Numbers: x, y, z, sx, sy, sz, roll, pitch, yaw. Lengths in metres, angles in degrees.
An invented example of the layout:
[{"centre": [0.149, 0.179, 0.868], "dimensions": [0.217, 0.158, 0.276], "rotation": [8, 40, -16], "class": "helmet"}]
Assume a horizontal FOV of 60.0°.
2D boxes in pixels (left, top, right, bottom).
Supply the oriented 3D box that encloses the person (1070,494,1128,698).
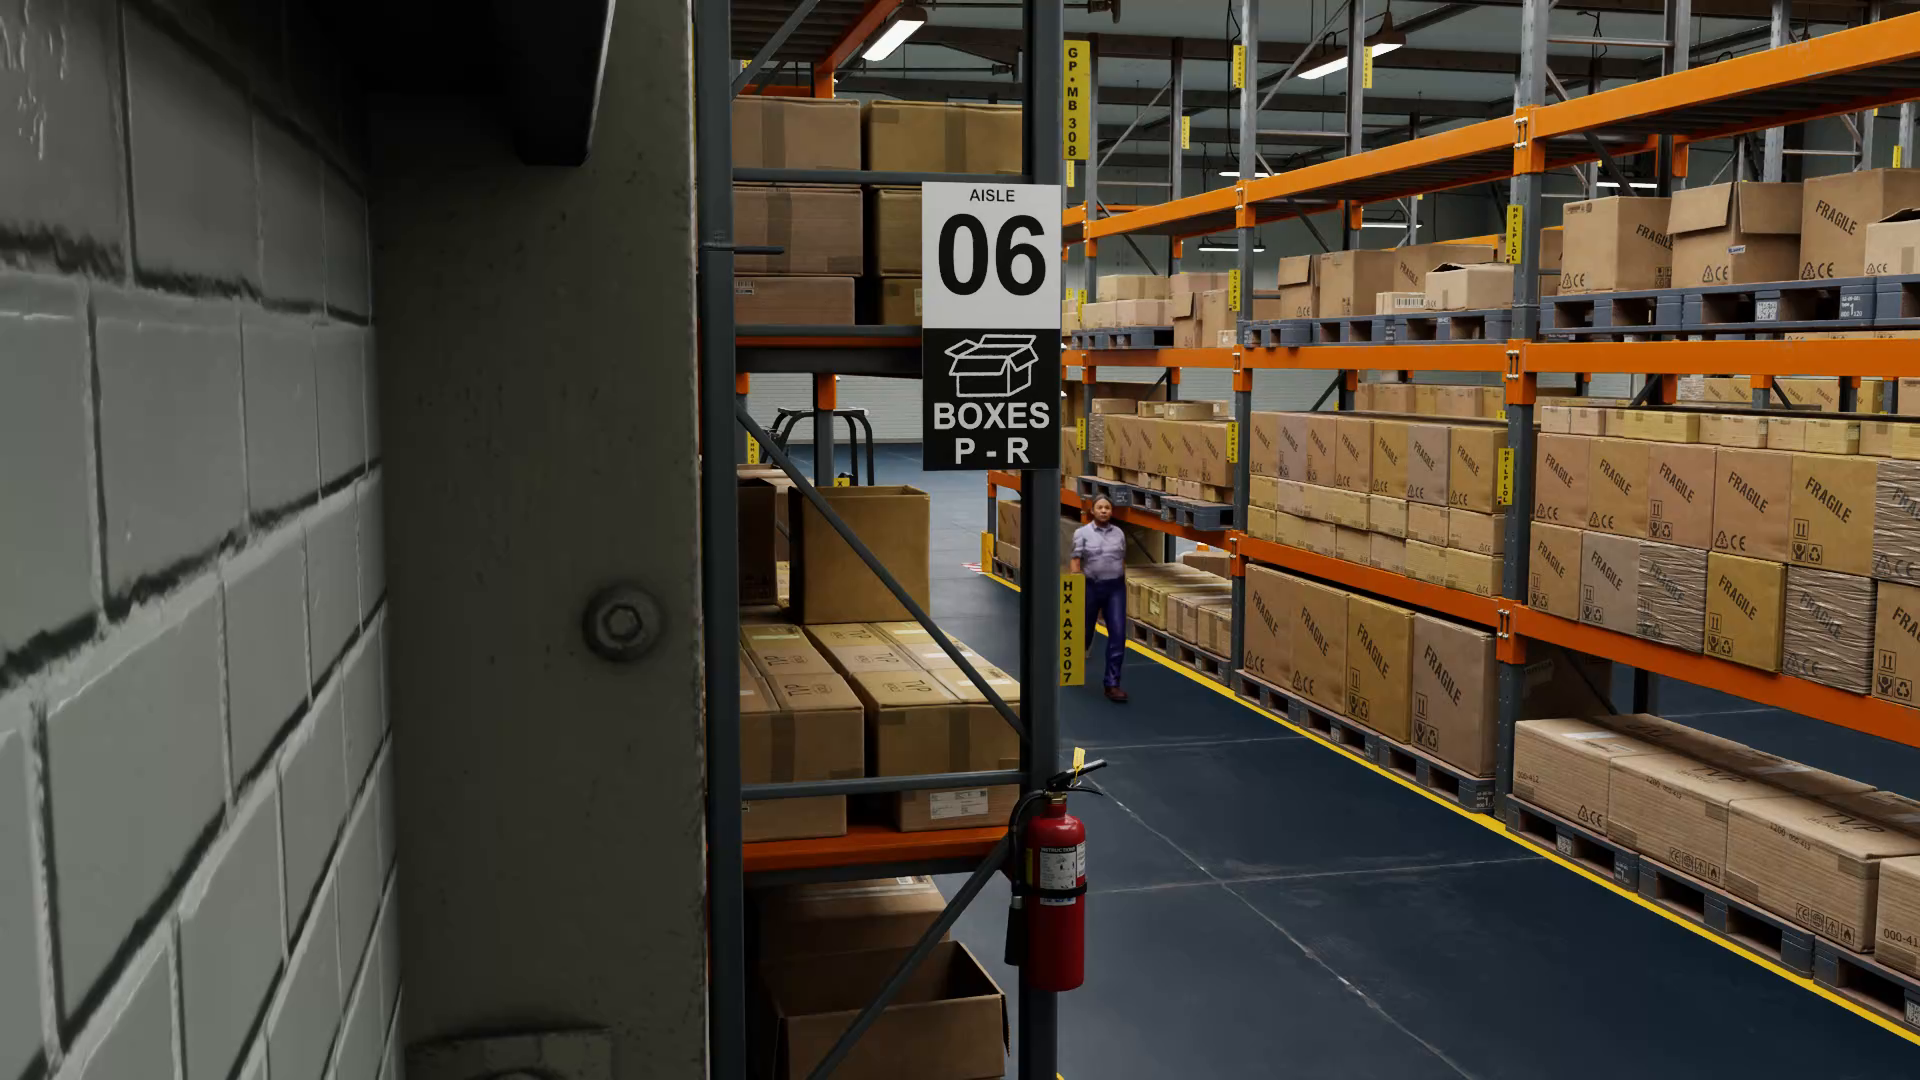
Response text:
[{"centre": [1.119, 0.433, 13.455], "dimensions": [0.488, 1.605, 0.857], "rotation": [-1, 6, -11], "class": "person"}]
